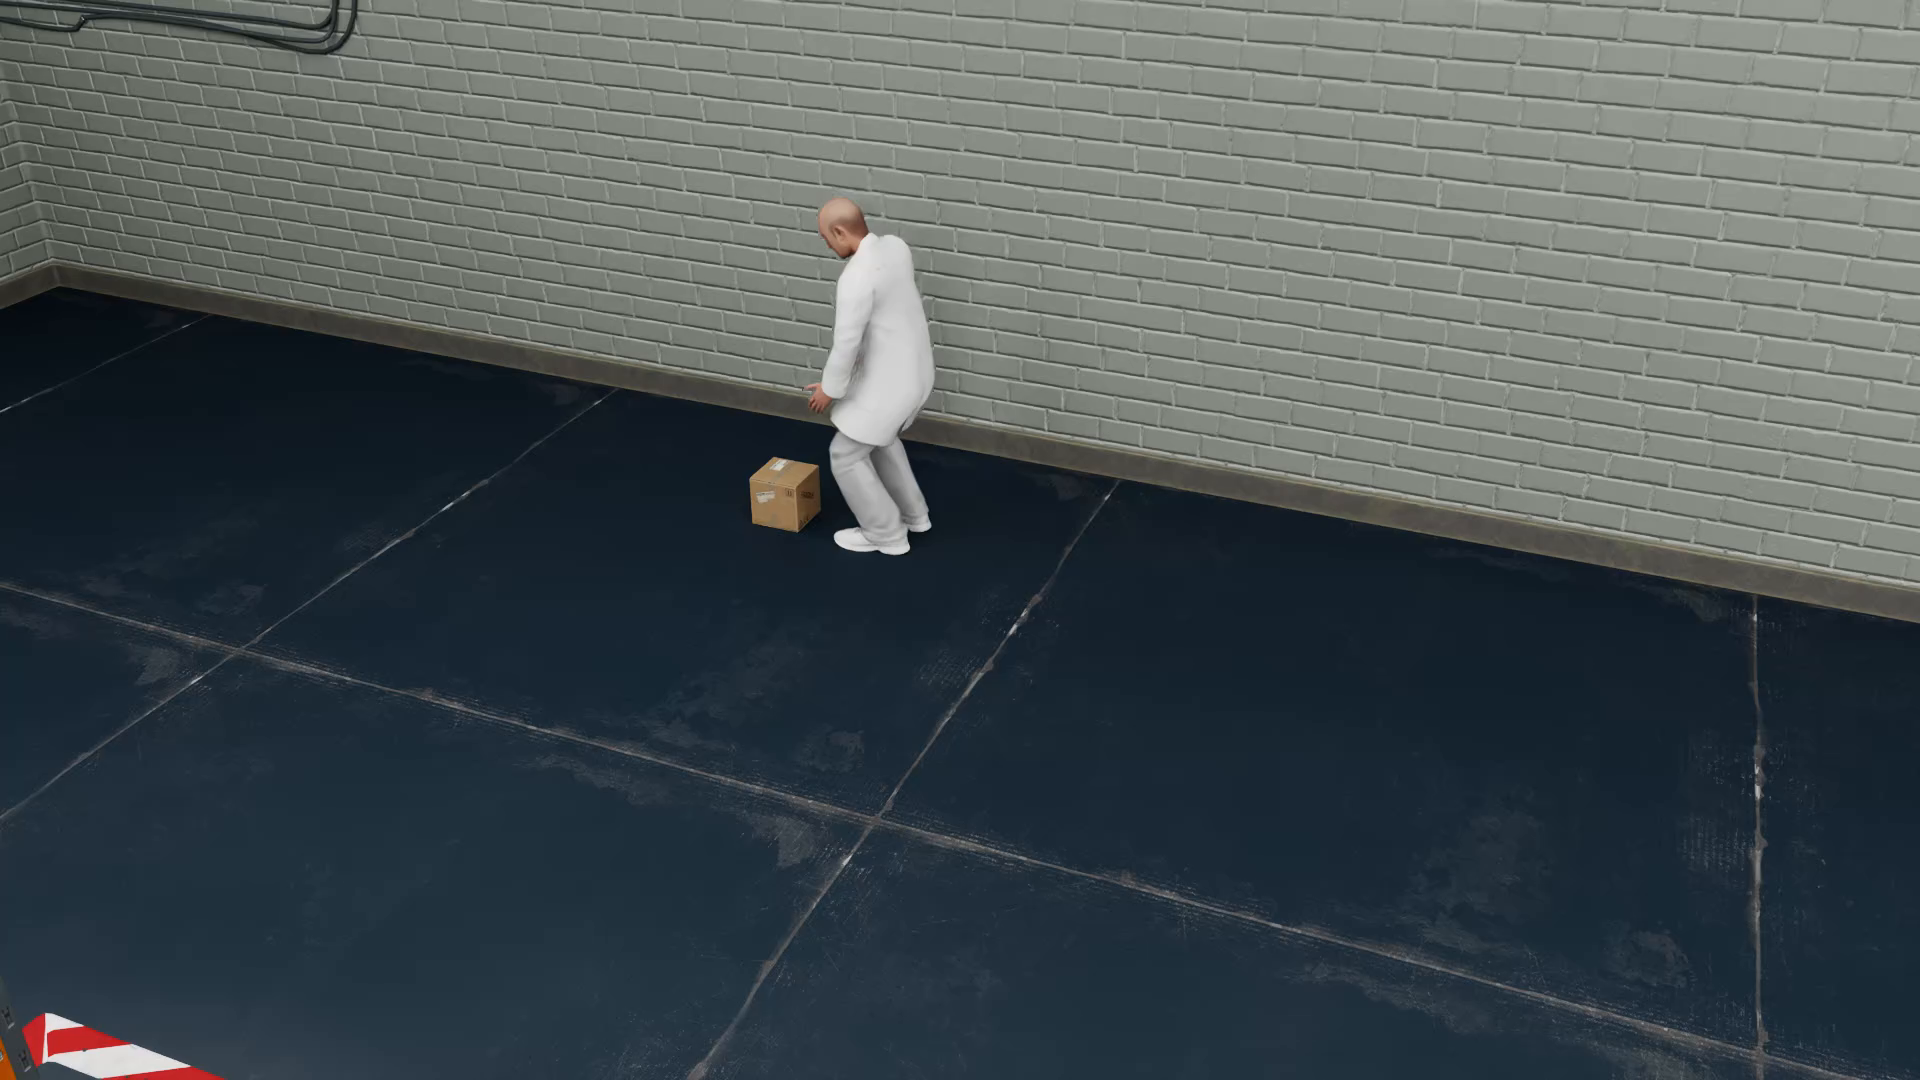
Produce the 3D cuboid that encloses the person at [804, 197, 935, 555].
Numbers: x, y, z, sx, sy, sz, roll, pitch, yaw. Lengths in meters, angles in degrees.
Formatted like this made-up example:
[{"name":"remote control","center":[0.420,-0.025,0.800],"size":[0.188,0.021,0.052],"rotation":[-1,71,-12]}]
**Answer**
[{"name":"person","center":[-0.390,-0.726,7.569],"size":[0.503,1.662,0.608],"rotation":[12,31,20]}]
